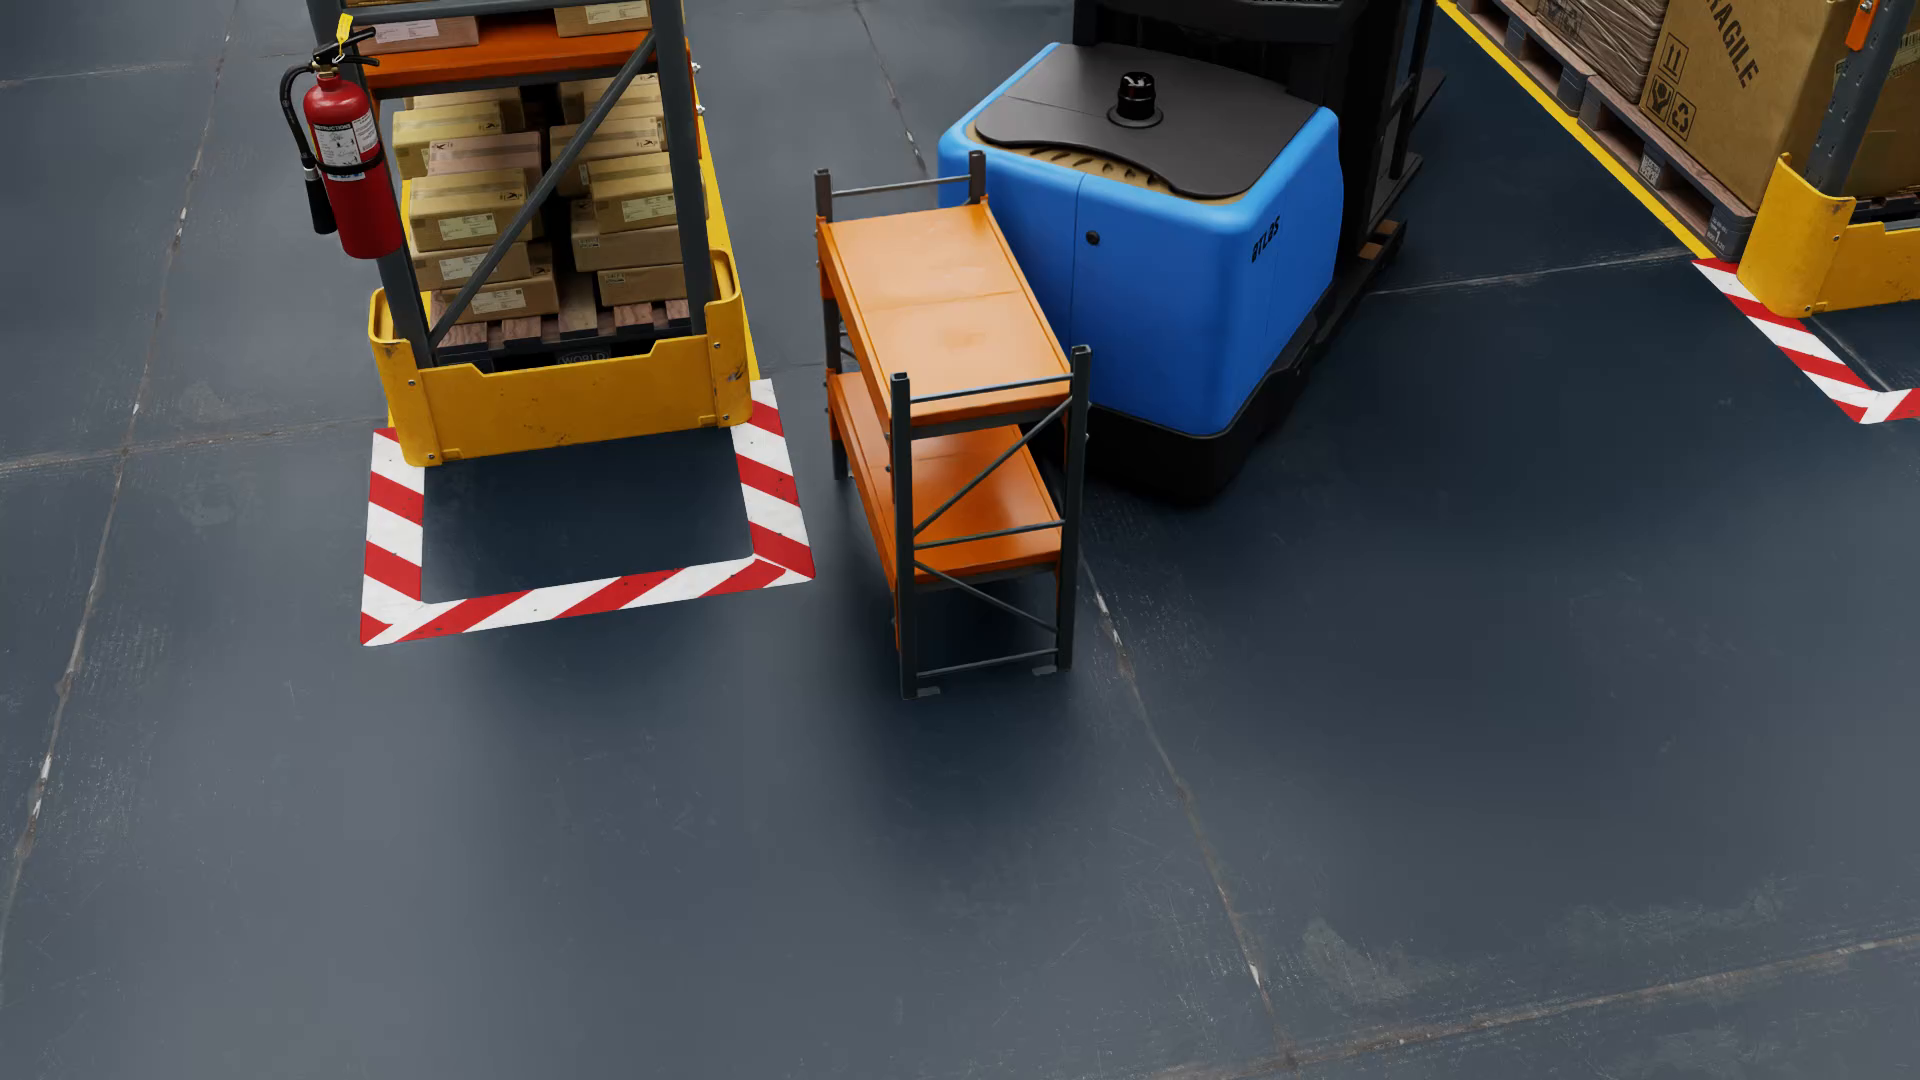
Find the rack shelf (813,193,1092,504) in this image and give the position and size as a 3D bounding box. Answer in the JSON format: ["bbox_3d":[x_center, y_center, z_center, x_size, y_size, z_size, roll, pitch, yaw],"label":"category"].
[{"bbox_3d":[-0.047,-0.557,4.590,0.538,0.278,1.000,-9,42,-11],"label":"rack shelf"}]

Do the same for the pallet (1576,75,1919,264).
[{"bbox_3d":[3.321,-1.610,6.905,1.003,0.211,1.213,-8,42,-9],"label":"pallet"}]

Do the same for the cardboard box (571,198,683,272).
[{"bbox_3d":[-1.157,-1.079,5.814,0.380,0.149,0.250,-7,42,-7],"label":"cardboard box"}]

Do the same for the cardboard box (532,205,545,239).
[{"bbox_3d":[-1.691,-1.181,5.929,0.380,0.149,0.250,-9,42,-10],"label":"cardboard box"}]

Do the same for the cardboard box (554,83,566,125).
[{"bbox_3d":[-1.400,-1.751,6.570,0.380,0.149,0.250,-10,43,-11],"label":"cardboard box"}]

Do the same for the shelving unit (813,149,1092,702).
[{"bbox_3d":[-0.047,-0.338,4.784,0.538,1.125,1.048,-9,42,-11],"label":"shelving unit"}]

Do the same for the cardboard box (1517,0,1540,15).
[{"bbox_3d":[2.966,-3.079,7.743,0.875,0.875,0.875,-8,42,-9],"label":"cardboard box"}]

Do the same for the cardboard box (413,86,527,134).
[{"bbox_3d":[-1.828,-1.619,6.197,0.380,0.149,0.250,-10,43,-11],"label":"cardboard box"}]

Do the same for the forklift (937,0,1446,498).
[{"bbox_3d":[1.074,-2.198,5.518,1.130,2.935,3.031,20,45,21],"label":"forklift"}]

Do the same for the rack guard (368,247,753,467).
[{"bbox_3d":[-1.311,-0.615,5.567,1.175,0.500,0.348,-8,42,-9],"label":"rack guard"}]

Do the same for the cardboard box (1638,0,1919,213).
[{"bbox_3d":[3.354,-1.912,6.429,0.875,0.875,0.875,-8,42,-9],"label":"cardboard box"}]

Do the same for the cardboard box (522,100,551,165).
[{"bbox_3d":[-1.758,-1.530,6.321,0.380,0.149,0.250,-9,42,-10],"label":"cardboard box"}]

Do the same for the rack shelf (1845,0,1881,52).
[{"bbox_3d":[3.139,-3.174,7.107,1.077,0.370,4.000,-8,42,-9],"label":"rack shelf"}]

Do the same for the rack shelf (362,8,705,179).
[{"bbox_3d":[-1.726,-2.528,6.381,1.077,0.370,4.000,-8,42,-9],"label":"rack shelf"}]

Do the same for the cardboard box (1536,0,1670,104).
[{"bbox_3d":[3.158,-2.502,7.093,0.875,0.875,0.875,-8,42,-9],"label":"cardboard box"}]

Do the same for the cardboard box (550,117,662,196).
[{"bbox_3d":[-1.253,-1.364,5.910,0.380,0.149,0.250,-8,42,-9],"label":"cardboard box"}]

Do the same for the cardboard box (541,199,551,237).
[{"bbox_3d":[-1.739,-1.239,6.217,0.380,0.149,0.250,-9,42,-9],"label":"cardboard box"}]

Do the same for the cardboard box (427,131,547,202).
[{"bbox_3d":[-1.654,-1.292,5.829,0.380,0.149,0.250,-8,42,-8],"label":"cardboard box"}]

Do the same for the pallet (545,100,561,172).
[{"bbox_3d":[-1.712,-1.828,7.151,1.003,0.211,1.213,-8,42,-9],"label":"pallet"}]

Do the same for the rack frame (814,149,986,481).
[{"bbox_3d":[-0.171,-0.666,5.153,0.500,1.125,0.032,-9,42,-11],"label":"rack frame"}]

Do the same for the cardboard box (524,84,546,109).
[{"bbox_3d":[-1.942,-1.908,6.971,0.380,0.149,0.250,-7,42,-8],"label":"cardboard box"}]

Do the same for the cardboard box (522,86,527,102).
[{"bbox_3d":[-1.961,-1.734,6.775,0.380,0.149,0.250,-8,42,-8],"label":"cardboard box"}]

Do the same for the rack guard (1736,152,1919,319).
[{"bbox_3d":[3.576,-1.196,6.220,1.175,0.500,0.348,-8,42,-9],"label":"rack guard"}]

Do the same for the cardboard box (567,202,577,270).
[{"bbox_3d":[-1.231,-1.135,6.101,0.380,0.149,0.250,-9,42,-9],"label":"cardboard box"}]

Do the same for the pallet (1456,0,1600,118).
[{"bbox_3d":[3.062,-2.400,7.794,1.003,0.211,1.213,-8,42,-9],"label":"pallet"}]

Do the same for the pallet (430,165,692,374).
[{"bbox_3d":[-1.452,-1.039,6.262,1.003,0.211,1.213,-8,42,-9],"label":"pallet"}]

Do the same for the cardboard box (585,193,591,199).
[{"bbox_3d":[-1.161,-1.265,6.023,0.380,0.149,0.250,-9,42,-9],"label":"cardboard box"}]

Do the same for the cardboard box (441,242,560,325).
[{"bbox_3d":[-1.612,-0.903,5.839,0.380,0.149,0.250,-8,42,-9],"label":"cardboard box"}]

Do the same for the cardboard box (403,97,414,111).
[{"bbox_3d":[-1.941,-1.785,6.384,0.380,0.149,0.250,-7,42,-8],"label":"cardboard box"}]

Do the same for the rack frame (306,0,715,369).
[{"bbox_3d":[-1.294,-1.501,4.681,1.000,3.000,0.127,-8,42,-9],"label":"rack frame"}]

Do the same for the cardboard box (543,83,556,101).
[{"bbox_3d":[-1.498,-1.921,6.762,0.380,0.149,0.250,-6,42,-7],"label":"cardboard box"}]

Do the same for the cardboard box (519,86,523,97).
[{"bbox_3d":[-1.962,-1.844,6.674,0.380,0.149,0.250,-6,42,-7],"label":"cardboard box"}]

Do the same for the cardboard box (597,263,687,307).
[{"bbox_3d":[-1.095,-0.977,5.923,0.380,0.149,0.250,-8,42,-8],"label":"cardboard box"}]

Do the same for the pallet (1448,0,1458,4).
[{"bbox_3d":[2.795,-3.192,8.687,1.003,0.211,1.213,-8,42,-9],"label":"pallet"}]

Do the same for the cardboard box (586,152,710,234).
[{"bbox_3d":[-1.076,-1.203,5.728,0.380,0.149,0.250,-10,43,-11],"label":"cardboard box"}]

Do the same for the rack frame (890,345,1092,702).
[{"bbox_3d":[0.077,-0.011,4.415,0.500,1.125,0.032,-9,42,-11],"label":"rack frame"}]

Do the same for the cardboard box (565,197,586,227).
[{"bbox_3d":[-1.292,-1.295,6.281,0.380,0.149,0.250,-8,42,-9],"label":"cardboard box"}]

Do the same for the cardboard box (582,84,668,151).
[{"bbox_3d":[-1.182,-1.546,6.115,0.380,0.149,0.250,-8,42,-9],"label":"cardboard box"}]

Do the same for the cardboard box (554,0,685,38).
[{"bbox_3d":[-1.044,-1.664,5.054,0.380,0.149,0.250,-9,42,-10],"label":"cardboard box"}]

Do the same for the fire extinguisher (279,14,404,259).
[{"bbox_3d":[-1.691,-1.103,4.572,0.296,0.674,0.183,-8,42,-9],"label":"fire extinguisher"}]

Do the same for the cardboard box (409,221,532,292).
[{"bbox_3d":[-1.687,-1.004,5.729,0.380,0.149,0.250,-9,42,-10],"label":"cardboard box"}]

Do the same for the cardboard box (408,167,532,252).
[{"bbox_3d":[-1.656,-1.121,5.637,0.380,0.149,0.250,-8,42,-9],"label":"cardboard box"}]

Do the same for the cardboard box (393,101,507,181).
[{"bbox_3d":[-1.834,-1.442,5.998,0.380,0.149,0.250,-9,42,-10],"label":"cardboard box"}]

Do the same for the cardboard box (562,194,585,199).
[{"bbox_3d":[-1.300,-1.411,6.187,0.380,0.149,0.250,-8,42,-9],"label":"cardboard box"}]

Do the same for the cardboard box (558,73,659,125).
[{"bbox_3d":[-1.316,-1.695,6.283,0.380,0.149,0.250,-10,43,-11],"label":"cardboard box"}]

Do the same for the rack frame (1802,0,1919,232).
[{"bbox_3d":[3.570,-2.146,5.408,1.000,3.000,0.127,-8,42,-9],"label":"rack frame"}]

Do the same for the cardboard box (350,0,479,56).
[{"bbox_3d":[-1.641,-1.578,4.957,0.380,0.149,0.250,-8,42,-9],"label":"cardboard box"}]

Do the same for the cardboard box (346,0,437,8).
[{"bbox_3d":[-1.643,-1.904,4.836,0.500,0.500,0.500,-8,42,-8],"label":"cardboard box"}]

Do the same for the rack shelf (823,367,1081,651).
[{"bbox_3d":[-0.047,-0.155,4.946,0.538,0.278,1.000,-9,42,-11],"label":"rack shelf"}]
